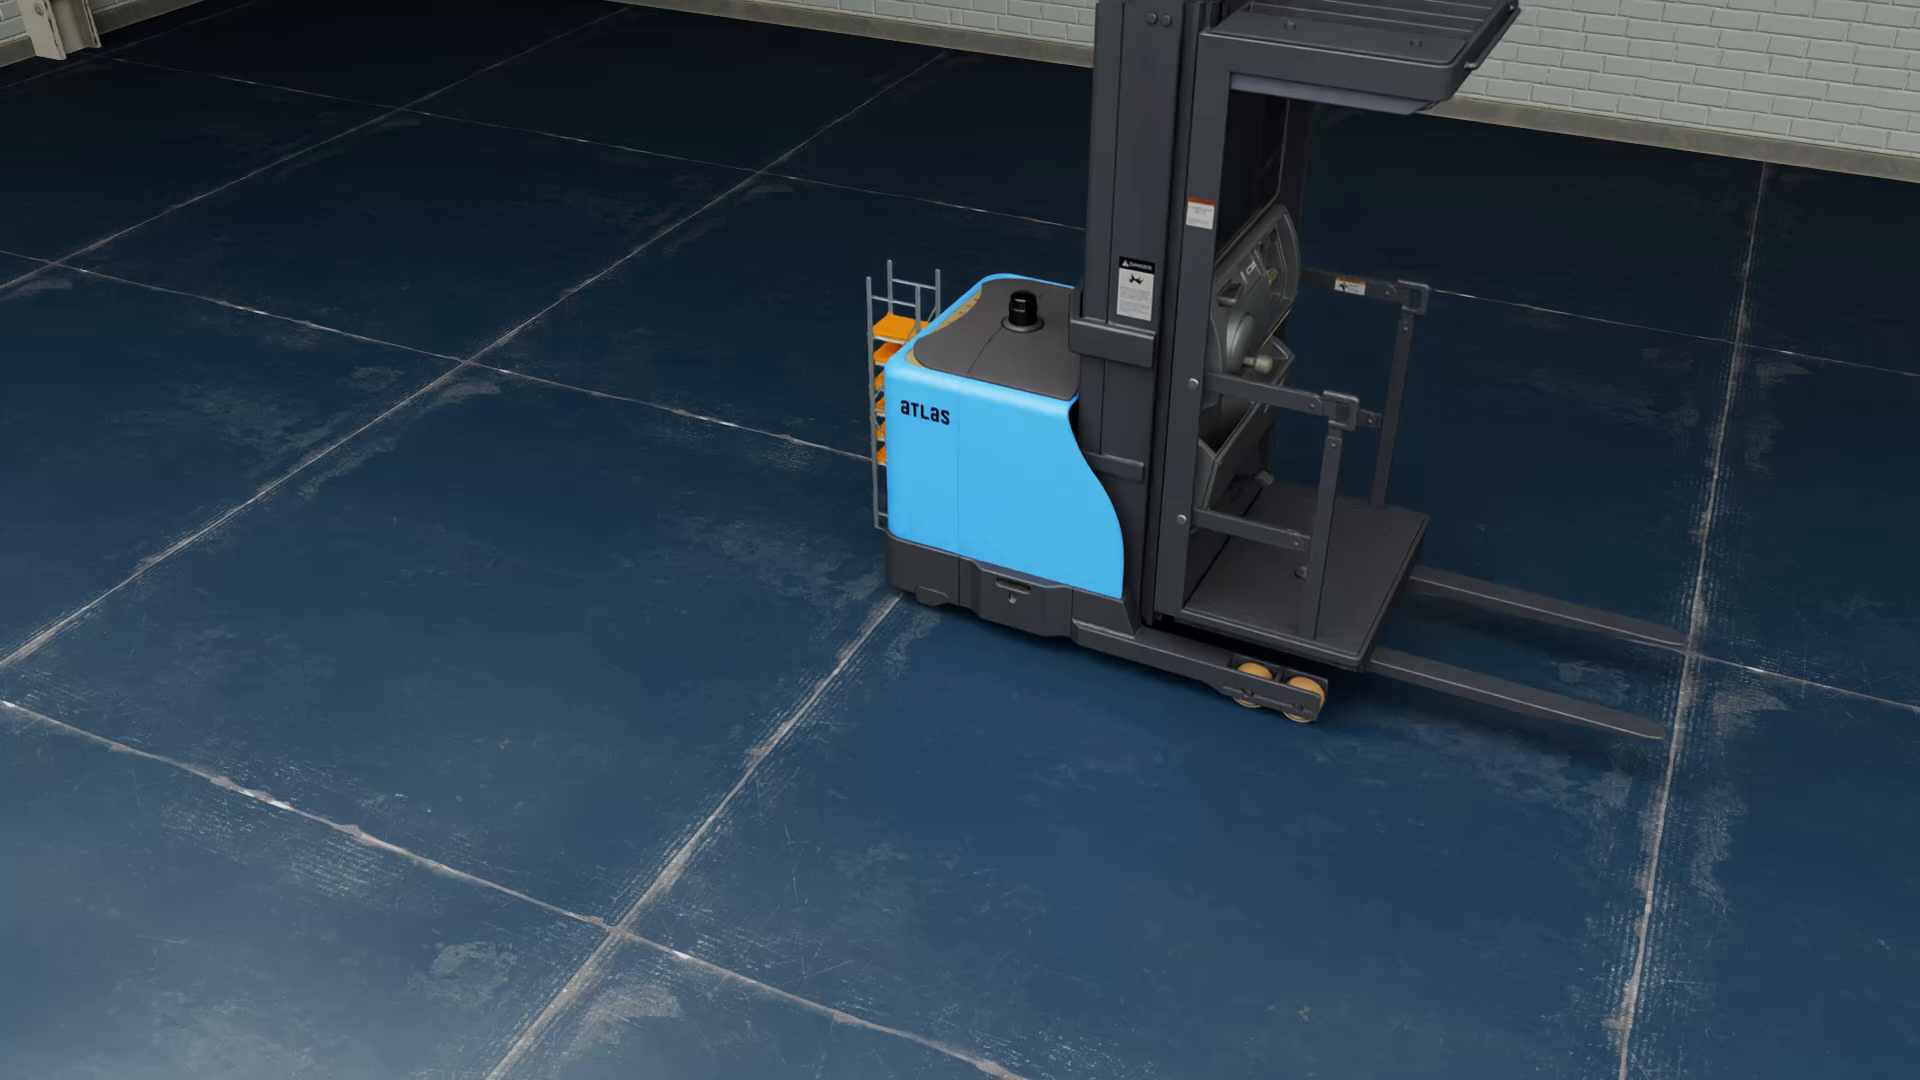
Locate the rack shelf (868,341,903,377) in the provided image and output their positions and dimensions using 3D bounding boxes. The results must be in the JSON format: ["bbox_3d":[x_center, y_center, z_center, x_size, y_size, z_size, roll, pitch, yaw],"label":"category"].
[{"bbox_3d":[-0.228,-0.736,6.922,0.258,0.103,0.180,14,36,21],"label":"rack shelf"}]

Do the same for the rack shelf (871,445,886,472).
[{"bbox_3d":[-0.228,-0.335,7.185,0.258,0.103,0.180,14,36,21],"label":"rack shelf"}]

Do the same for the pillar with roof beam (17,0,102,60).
[{"bbox_3d":[-3.146,-6.647,9.181,9.100,9.000,0.400,14,36,20],"label":"pillar with roof beam"}]

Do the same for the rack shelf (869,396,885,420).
[{"bbox_3d":[-0.228,-0.536,7.054,0.258,0.103,0.180,14,36,21],"label":"rack shelf"}]

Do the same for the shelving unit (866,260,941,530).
[{"bbox_3d":[-0.228,-0.573,7.029,0.258,1.200,0.189,14,36,21],"label":"shelving unit"}]

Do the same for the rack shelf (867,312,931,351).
[{"bbox_3d":[-0.228,-0.837,6.856,0.258,0.103,0.180,14,36,21],"label":"rack shelf"}]

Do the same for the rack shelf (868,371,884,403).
[{"bbox_3d":[-0.228,-0.636,6.988,0.258,0.103,0.180,14,36,21],"label":"rack shelf"}]

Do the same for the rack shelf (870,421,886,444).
[{"bbox_3d":[-0.228,-0.435,7.120,0.258,0.103,0.180,14,36,21],"label":"rack shelf"}]

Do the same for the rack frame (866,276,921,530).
[{"bbox_3d":[-0.267,-0.527,6.960,0.240,1.200,0.006,14,36,21],"label":"rack frame"}]

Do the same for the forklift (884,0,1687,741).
[{"bbox_3d":[1.246,-0.879,5.917,3.031,2.935,1.130,15,36,22],"label":"forklift"}]

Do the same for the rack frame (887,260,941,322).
[{"bbox_3d":[-0.189,-0.618,7.099,0.240,1.200,0.006,14,36,21],"label":"rack frame"}]
